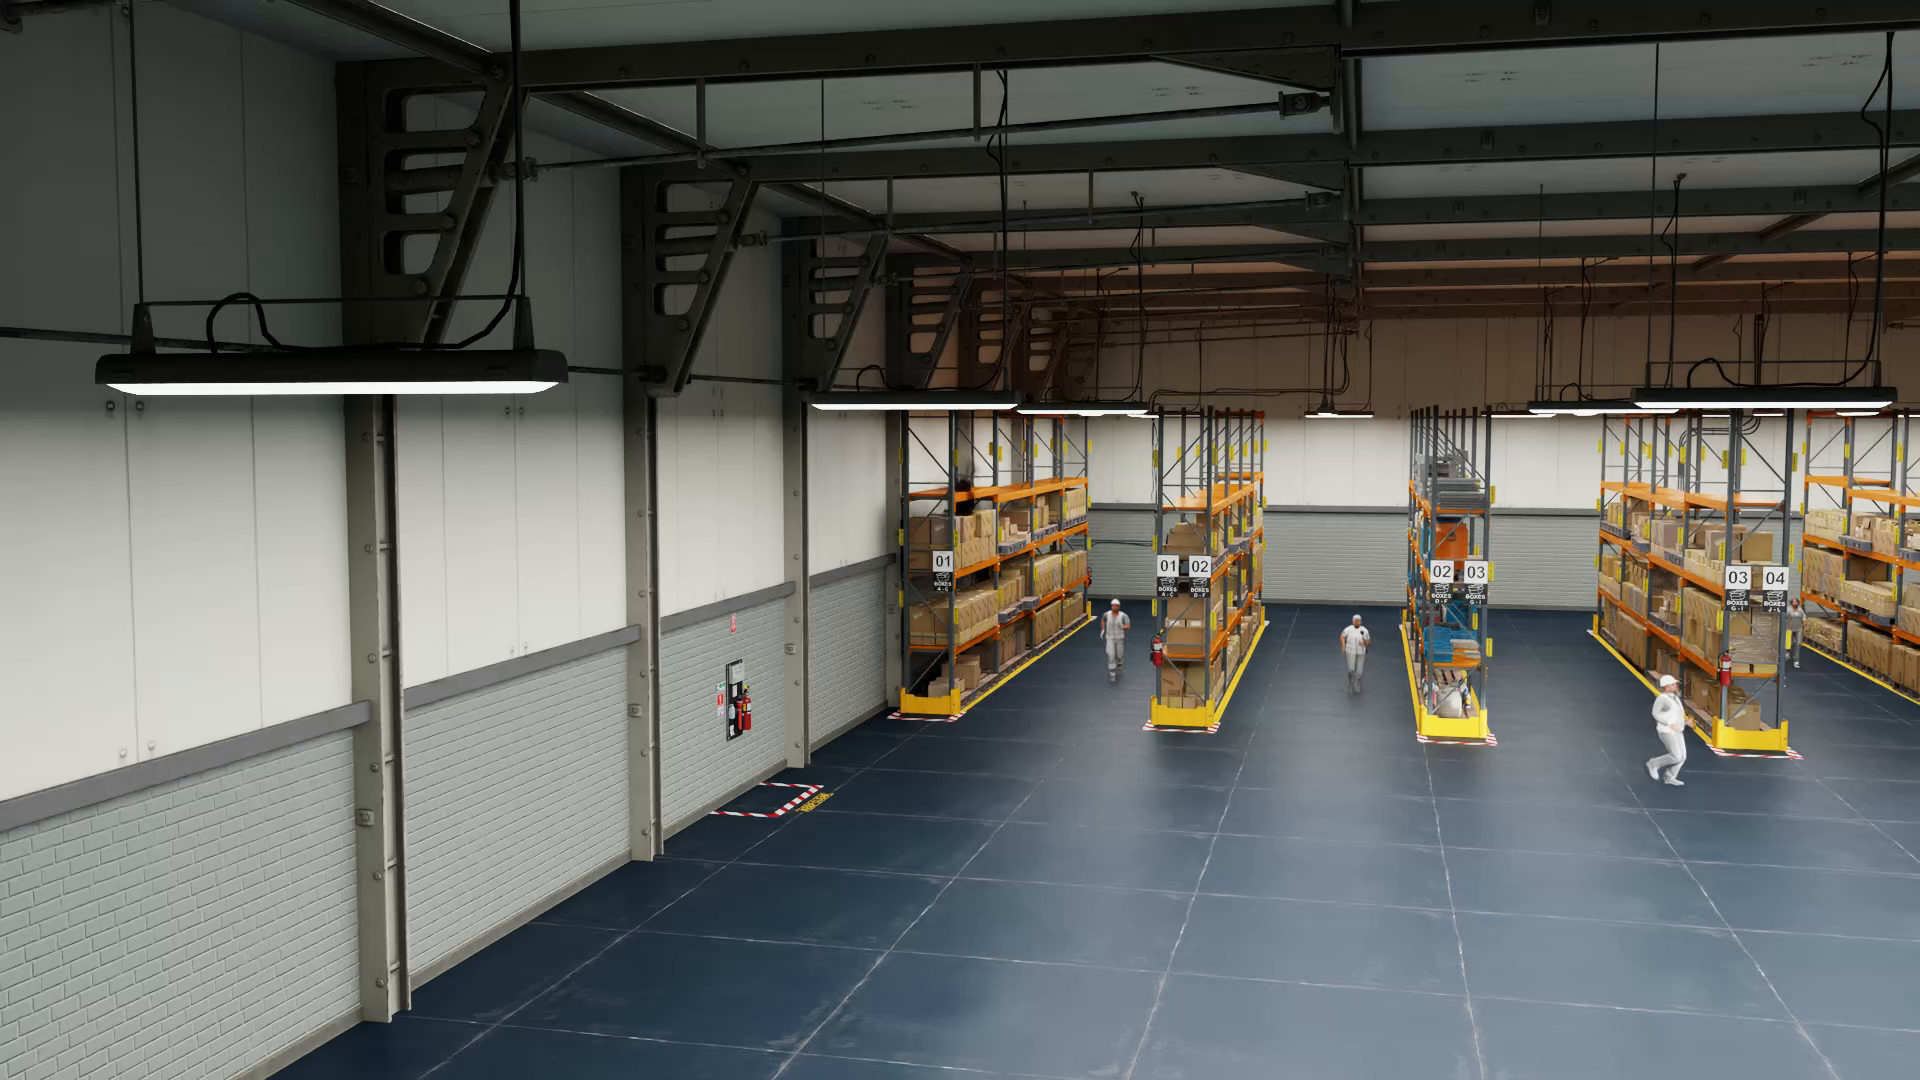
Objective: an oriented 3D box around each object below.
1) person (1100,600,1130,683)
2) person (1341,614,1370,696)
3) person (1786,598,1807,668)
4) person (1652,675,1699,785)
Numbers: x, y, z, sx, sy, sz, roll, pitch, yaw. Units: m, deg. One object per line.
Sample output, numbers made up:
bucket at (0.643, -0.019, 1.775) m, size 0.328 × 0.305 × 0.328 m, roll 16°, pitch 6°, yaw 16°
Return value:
person at (3.395, 2.187, 36.409) m, size 0.648 × 1.769 × 0.993 m, roll 1°, pitch 4°, yaw 10°
person at (8.277, 2.409, 34.764) m, size 0.574 × 1.712 × 0.703 m, roll 0°, pitch 4°, yaw 6°
person at (19.513, 2.153, 38.879) m, size 0.551 × 1.594 × 0.834 m, roll 1°, pitch 4°, yaw 14°
person at (11.215, 2.987, 26.062) m, size 0.655 × 1.723 × 0.598 m, roll -4°, pitch 6°, yaw -43°
